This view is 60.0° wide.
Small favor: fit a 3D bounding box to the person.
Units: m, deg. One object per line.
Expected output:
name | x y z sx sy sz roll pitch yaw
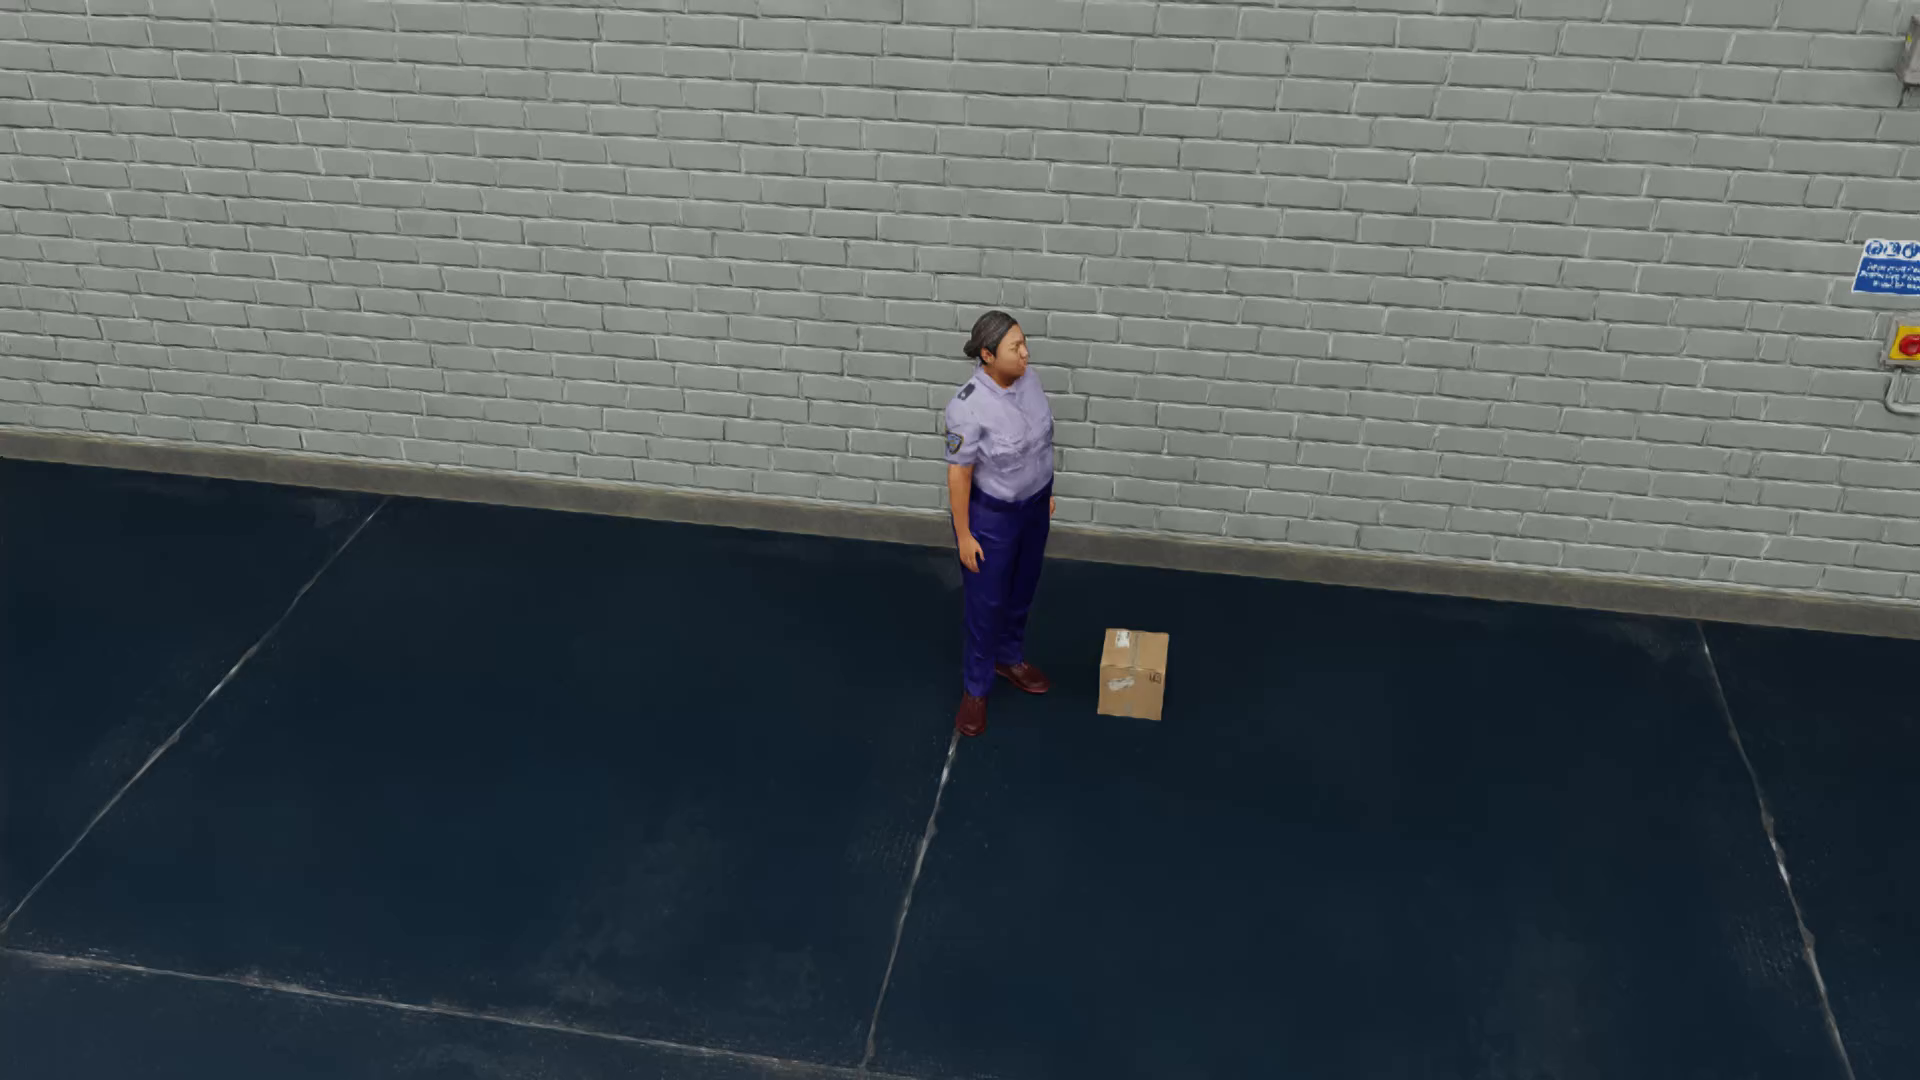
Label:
person | 0.147 -0.075 6.270 0.341 1.644 0.599 23 39 31
